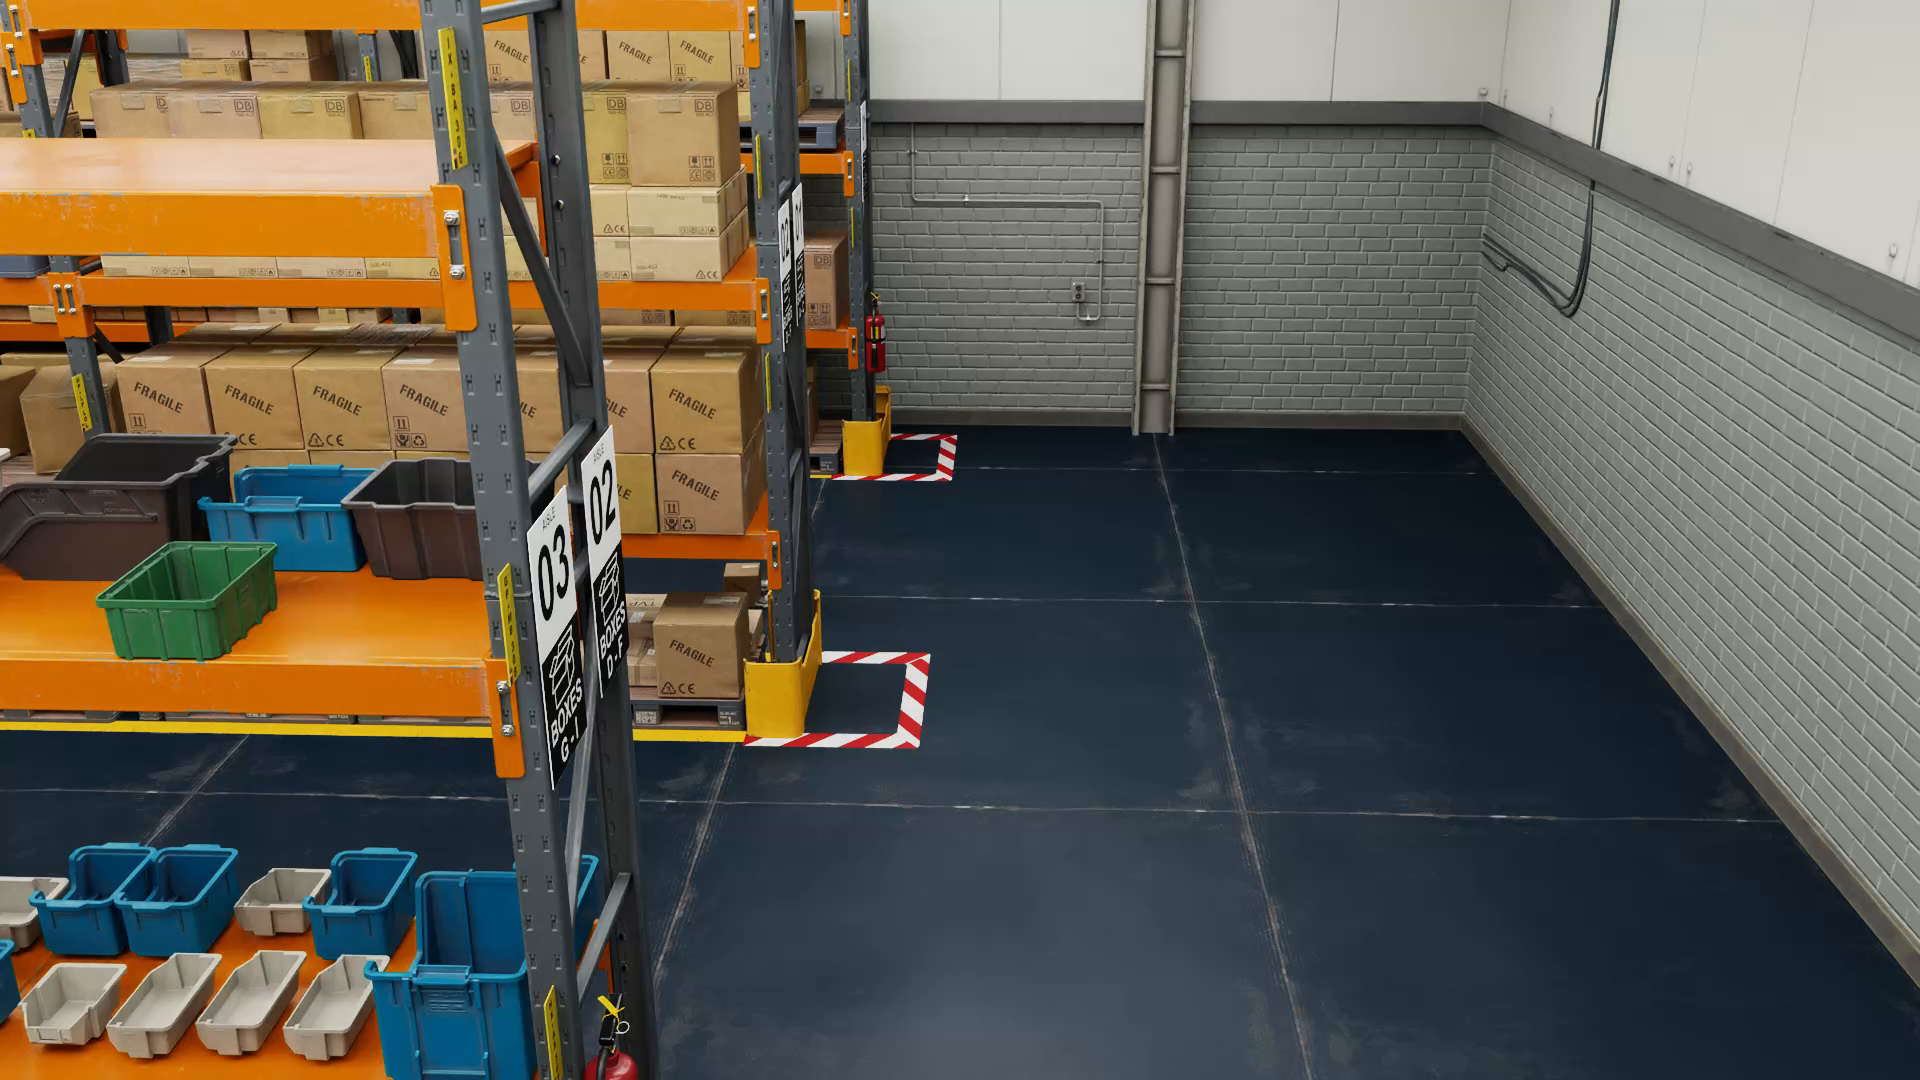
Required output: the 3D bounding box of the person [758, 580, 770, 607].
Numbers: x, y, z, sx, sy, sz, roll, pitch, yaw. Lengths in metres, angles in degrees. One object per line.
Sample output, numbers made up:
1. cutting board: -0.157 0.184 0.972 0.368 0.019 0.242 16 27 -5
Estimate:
1. person: -1.346 -0.310 11.899 0.341 1.594 0.486 -2 21 -5
